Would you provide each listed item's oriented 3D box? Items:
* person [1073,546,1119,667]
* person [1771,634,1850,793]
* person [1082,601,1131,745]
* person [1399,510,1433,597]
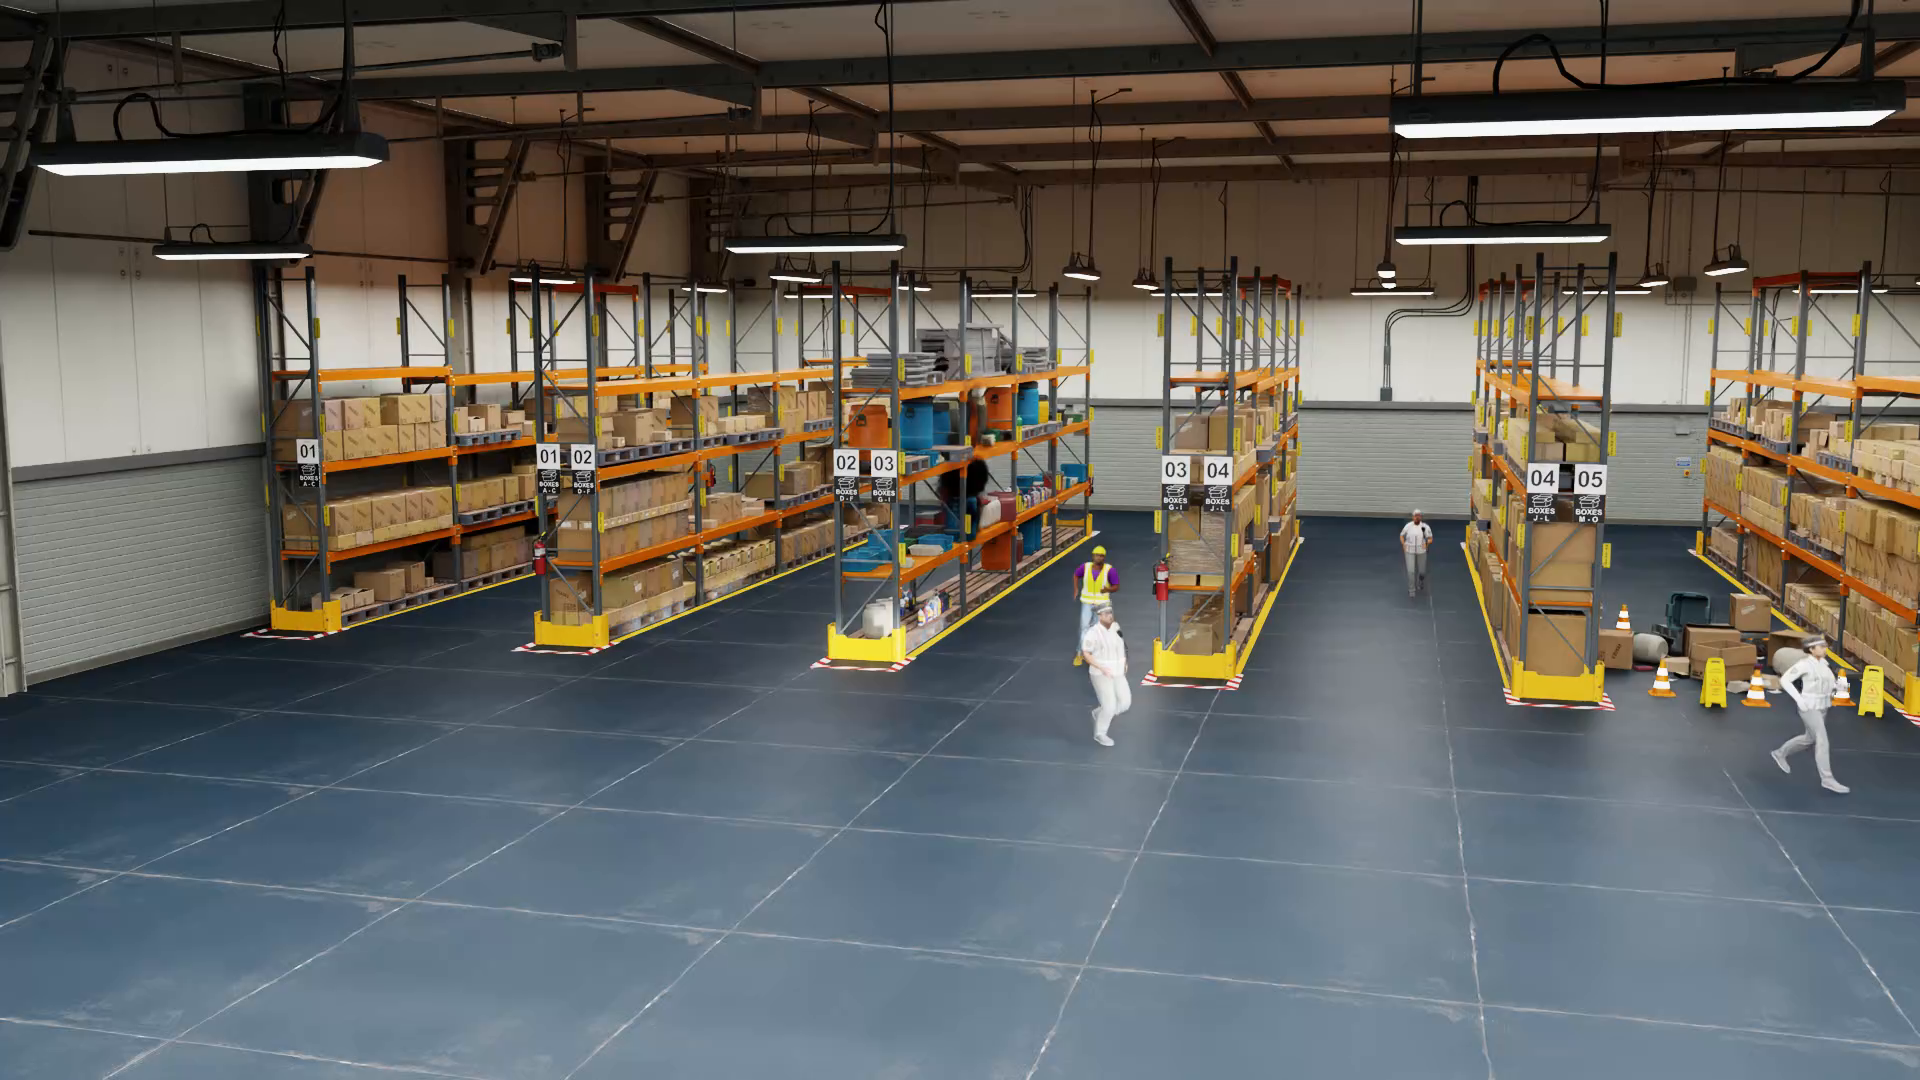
[{"bbox_3d":[2.040,0.975,24.956,0.696,1.804,0.769,1,7,5],"label":"person"},{"bbox_3d":[9.330,1.844,18.196,0.612,1.679,0.941,-5,9,-34],"label":"person"},{"bbox_3d":[1.772,1.600,20.130,0.644,1.751,0.545,-6,9,-39],"label":"person"},{"bbox_3d":[8.575,0.233,31.303,0.613,1.620,0.688,2,8,15],"label":"person"}]
